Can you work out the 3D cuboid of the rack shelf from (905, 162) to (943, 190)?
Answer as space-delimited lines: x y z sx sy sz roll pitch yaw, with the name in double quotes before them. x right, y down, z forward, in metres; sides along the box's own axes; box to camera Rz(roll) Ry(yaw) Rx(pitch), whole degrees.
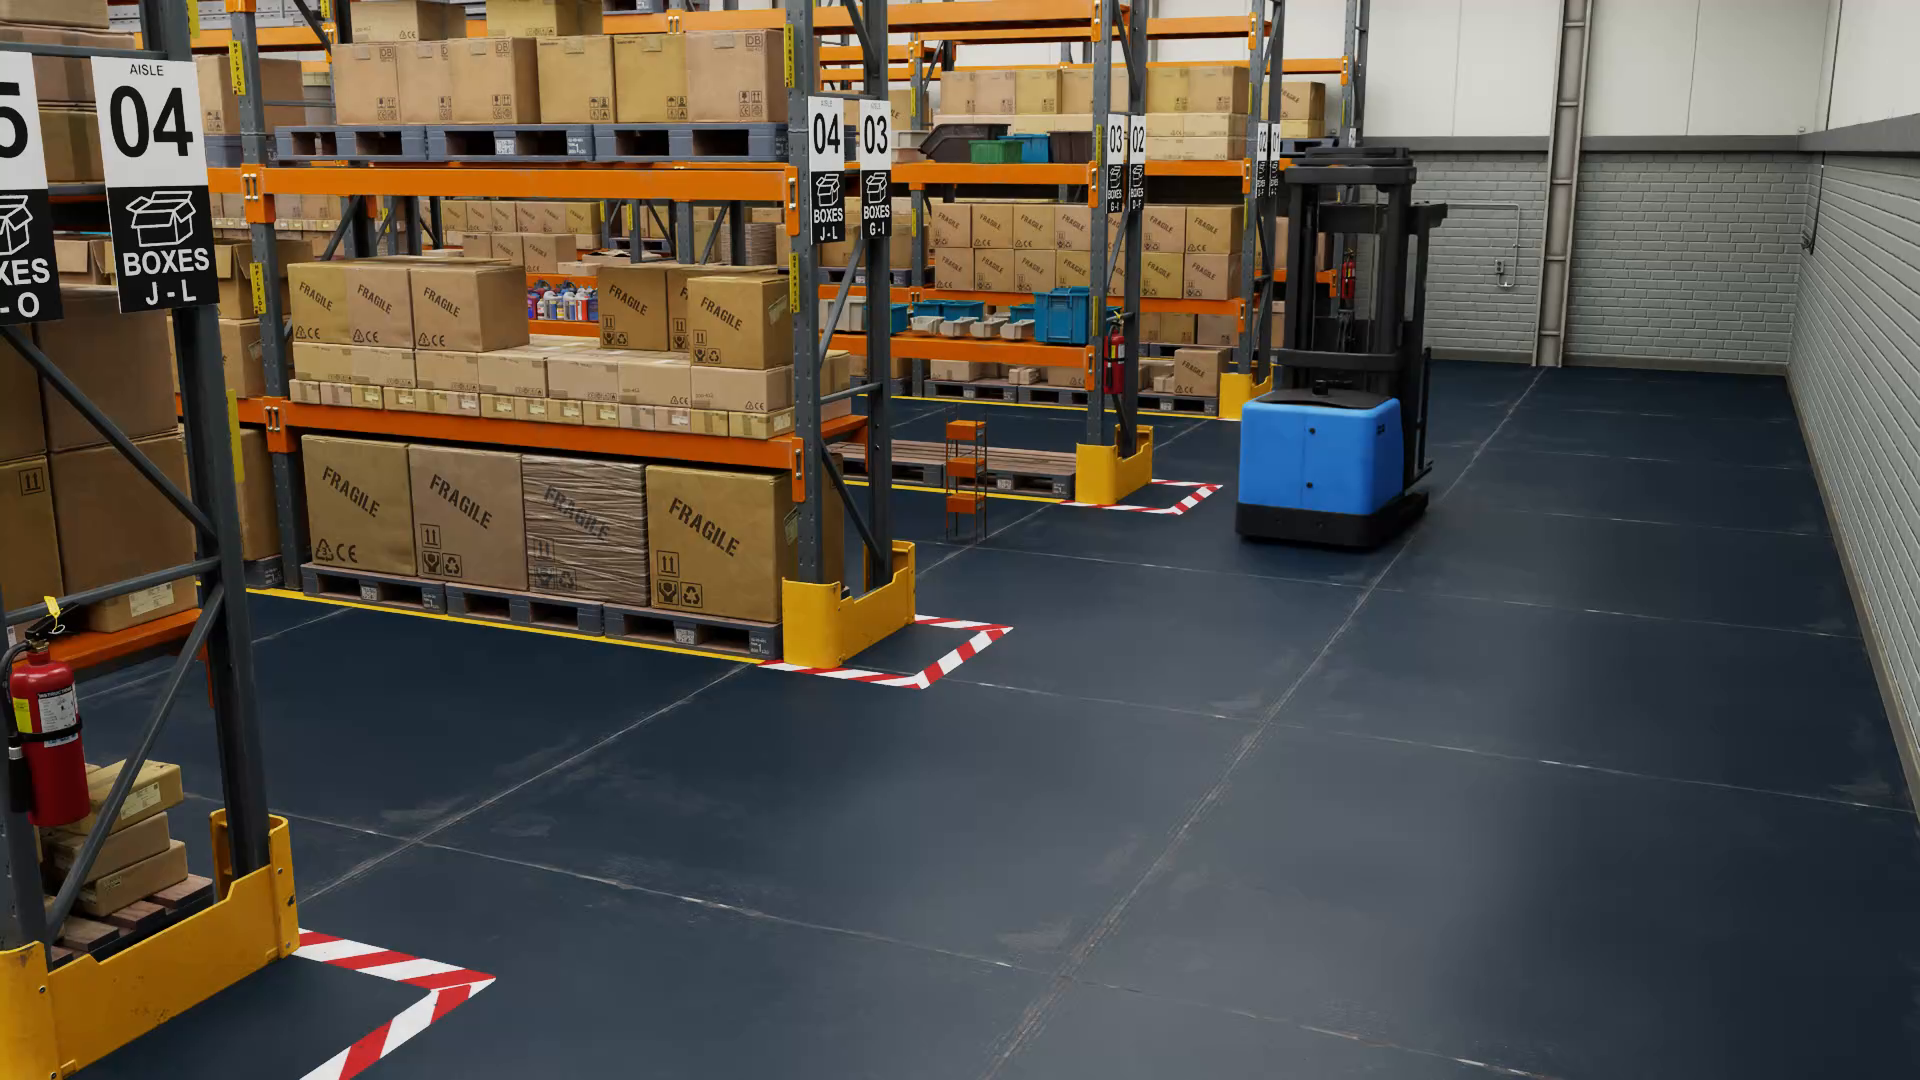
"rack shelf" -2.150 -4.585 20.736 4.000 0.370 1.077 6 14 23

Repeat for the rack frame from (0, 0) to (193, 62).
"rack frame" -2.781 -2.745 4.754 0.127 3.000 1.000 6 14 23

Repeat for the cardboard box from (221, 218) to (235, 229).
"cardboard box" -10.551 -4.636 24.307 0.250 0.149 0.380 6 14 23

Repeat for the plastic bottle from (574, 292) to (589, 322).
"plastic bottle" -3.617 -2.244 16.025 0.135 0.276 0.152 6 14 23

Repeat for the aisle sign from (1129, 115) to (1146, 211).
"aisle sign" 1.513 -3.206 14.162 0.004 0.787 0.394 6 14 23

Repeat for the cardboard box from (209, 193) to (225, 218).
"cardboard box" -10.822 -5.029 24.564 0.500 0.500 0.700 6 14 23

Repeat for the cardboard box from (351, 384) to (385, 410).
"cardboard box" -3.720 -0.953 10.801 0.250 0.149 0.380 6 15 25

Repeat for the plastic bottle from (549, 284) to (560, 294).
"plastic bottle" -4.134 -2.472 16.981 0.133 0.283 0.061 6 14 23

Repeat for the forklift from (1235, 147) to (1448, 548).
"forklift" 3.226 -1.659 13.408 1.130 2.935 3.031 7 15 27

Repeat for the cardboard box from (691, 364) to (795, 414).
"cardboard box" -1.230 -0.912 9.752 0.500 0.250 0.500 6 14 22

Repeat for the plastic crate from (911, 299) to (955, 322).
"plastic crate" -0.244 -2.074 15.263 0.300 0.233 0.416 6 14 23

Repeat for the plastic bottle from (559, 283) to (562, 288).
"plastic bottle" -4.109 -2.485 17.035 0.133 0.283 0.061 6 14 23

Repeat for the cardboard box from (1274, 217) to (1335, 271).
"cardboard box" 4.869 -4.146 23.199 0.700 0.700 0.980 7 15 26

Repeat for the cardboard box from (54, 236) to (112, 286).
"cardboard box" -6.122 -1.935 12.022 0.637 0.503 0.797 6 15 25

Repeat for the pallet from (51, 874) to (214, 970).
"pallet" -3.579 1.444 6.139 1.213 0.211 1.003 6 14 23

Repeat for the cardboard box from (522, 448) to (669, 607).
"cardboard box" -2.129 -0.147 10.549 0.875 0.875 0.875 6 14 23

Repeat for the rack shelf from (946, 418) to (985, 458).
"rack shelf" 0.049 -0.772 12.551 0.240 0.259 0.215 6 14 23

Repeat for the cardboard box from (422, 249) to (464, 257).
"cardboard box" -7.167 -3.920 23.224 0.500 0.250 0.500 7 15 27

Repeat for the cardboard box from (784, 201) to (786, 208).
"cardboard box" -2.603 -5.326 26.283 0.250 0.149 0.380 3 14 14

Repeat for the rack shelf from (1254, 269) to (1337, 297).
"rack shelf" 3.511 -3.789 23.912 4.000 0.370 1.077 6 14 23

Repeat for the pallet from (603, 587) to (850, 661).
"pallet" -1.442 0.449 10.378 1.213 0.211 1.003 6 14 23

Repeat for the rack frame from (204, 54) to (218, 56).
"rack frame" -11.293 -7.321 24.254 0.127 3.000 1.000 6 14 23

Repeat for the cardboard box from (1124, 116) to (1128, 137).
"cardboard box" 1.850 -4.638 18.621 0.500 0.250 0.500 6 14 23

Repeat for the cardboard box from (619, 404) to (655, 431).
"cardboard box" -1.835 -0.763 9.991 0.250 0.149 0.380 6 15 24

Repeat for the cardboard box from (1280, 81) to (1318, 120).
"cardboard box" 4.560 -5.971 22.616 0.500 0.500 0.500 6 14 23

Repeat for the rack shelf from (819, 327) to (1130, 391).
"rack shelf" -0.502 -1.720 15.094 4.000 0.370 1.077 6 14 23

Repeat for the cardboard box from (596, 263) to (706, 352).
"cardboard box" -1.942 -1.481 10.537 0.500 0.500 0.500 5 14 22

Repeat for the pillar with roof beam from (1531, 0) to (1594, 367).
"pillar with roof beam" 6.415 -5.907 18.229 0.400 9.000 9.100 6 14 23

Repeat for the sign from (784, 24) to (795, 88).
"sign" -0.912 -2.592 8.902 0.005 0.325 0.100 6 14 23

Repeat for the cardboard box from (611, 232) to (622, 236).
"cardboard box" -5.975 -5.090 28.164 0.500 0.250 0.500 6 14 24

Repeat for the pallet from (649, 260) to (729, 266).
"pallet" -3.330 -3.518 21.602 1.003 0.211 1.213 6 14 23

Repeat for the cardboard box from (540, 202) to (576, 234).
"cardboard box" -6.648 -5.391 27.805 0.500 0.500 0.500 6 14 23

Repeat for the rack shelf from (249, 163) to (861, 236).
"rack shelf" -2.508 -2.146 10.342 4.000 0.370 1.077 6 14 23

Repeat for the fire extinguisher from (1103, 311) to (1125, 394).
"fire extinguisher" 1.280 -1.557 13.810 0.183 0.674 0.296 6 14 23

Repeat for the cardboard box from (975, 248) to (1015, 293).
"cardboard box" 0.504 -3.187 19.554 0.500 0.500 0.500 6 15 24

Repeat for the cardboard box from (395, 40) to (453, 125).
"cardboard box" -3.107 -2.872 10.507 0.500 0.500 0.700 7 15 26

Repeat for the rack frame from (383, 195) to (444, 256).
"rack frame" -7.635 -4.030 23.362 0.127 3.000 1.000 6 14 23

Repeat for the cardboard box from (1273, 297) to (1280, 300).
"cardboard box" 4.391 -3.379 23.720 0.250 0.149 0.380 6 14 23

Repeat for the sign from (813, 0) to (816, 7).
"sign" -2.186 -7.994 24.908 0.005 0.325 0.100 6 14 23

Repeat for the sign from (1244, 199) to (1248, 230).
"sign" 3.093 -3.523 17.976 0.005 0.325 0.100 6 14 23

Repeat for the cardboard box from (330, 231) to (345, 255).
"cardboard box" -8.528 -4.166 23.723 0.500 0.500 0.700 6 14 23

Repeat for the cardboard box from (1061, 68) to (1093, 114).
"cardboard box" 1.517 -5.113 19.005 0.500 0.500 0.700 6 14 23

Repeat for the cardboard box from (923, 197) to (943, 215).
"cardboard box" -0.245 -5.026 25.053 0.500 0.250 0.500 5 14 22

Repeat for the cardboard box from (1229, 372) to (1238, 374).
"cardboard box" 3.093 -1.856 19.377 0.250 0.149 0.380 6 14 23

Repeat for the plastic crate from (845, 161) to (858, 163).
"plastic crate" -1.014 -3.549 15.325 0.466 0.136 0.293 6 14 23

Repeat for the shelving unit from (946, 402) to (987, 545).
"shelving unit" 0.049 -0.506 12.614 0.252 1.050 0.215 6 14 23

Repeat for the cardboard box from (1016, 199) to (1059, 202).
"cardboard box" 1.151 -4.883 24.442 0.500 0.250 0.500 6 15 25

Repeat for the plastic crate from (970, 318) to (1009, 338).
"plastic crate" 0.248 -1.854 14.534 0.243 0.136 0.396 6 14 23

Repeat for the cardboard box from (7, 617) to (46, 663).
"cardboard box" -3.194 0.327 5.345 0.250 0.149 0.380 6 14 23

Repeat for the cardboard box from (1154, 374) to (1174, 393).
"cardboard box" 2.406 -1.809 19.139 0.250 0.166 0.380 6 14 23

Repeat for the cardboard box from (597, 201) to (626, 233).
"cardboard box" -5.977 -5.454 28.074 0.500 0.500 0.500 5 14 22

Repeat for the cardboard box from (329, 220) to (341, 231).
"cardboard box" -8.677 -4.446 23.496 0.250 0.149 0.380 6 14 23

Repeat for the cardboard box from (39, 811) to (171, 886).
"cardboard box" -3.156 1.112 6.118 0.250 0.149 0.380 6 15 26

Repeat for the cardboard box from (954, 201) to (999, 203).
"cardboard box" 0.246 -3.832 20.113 0.500 0.500 0.500 6 14 24

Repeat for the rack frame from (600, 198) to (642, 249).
"rack frame" -5.632 -5.065 27.773 0.127 3.000 1.000 6 14 23
